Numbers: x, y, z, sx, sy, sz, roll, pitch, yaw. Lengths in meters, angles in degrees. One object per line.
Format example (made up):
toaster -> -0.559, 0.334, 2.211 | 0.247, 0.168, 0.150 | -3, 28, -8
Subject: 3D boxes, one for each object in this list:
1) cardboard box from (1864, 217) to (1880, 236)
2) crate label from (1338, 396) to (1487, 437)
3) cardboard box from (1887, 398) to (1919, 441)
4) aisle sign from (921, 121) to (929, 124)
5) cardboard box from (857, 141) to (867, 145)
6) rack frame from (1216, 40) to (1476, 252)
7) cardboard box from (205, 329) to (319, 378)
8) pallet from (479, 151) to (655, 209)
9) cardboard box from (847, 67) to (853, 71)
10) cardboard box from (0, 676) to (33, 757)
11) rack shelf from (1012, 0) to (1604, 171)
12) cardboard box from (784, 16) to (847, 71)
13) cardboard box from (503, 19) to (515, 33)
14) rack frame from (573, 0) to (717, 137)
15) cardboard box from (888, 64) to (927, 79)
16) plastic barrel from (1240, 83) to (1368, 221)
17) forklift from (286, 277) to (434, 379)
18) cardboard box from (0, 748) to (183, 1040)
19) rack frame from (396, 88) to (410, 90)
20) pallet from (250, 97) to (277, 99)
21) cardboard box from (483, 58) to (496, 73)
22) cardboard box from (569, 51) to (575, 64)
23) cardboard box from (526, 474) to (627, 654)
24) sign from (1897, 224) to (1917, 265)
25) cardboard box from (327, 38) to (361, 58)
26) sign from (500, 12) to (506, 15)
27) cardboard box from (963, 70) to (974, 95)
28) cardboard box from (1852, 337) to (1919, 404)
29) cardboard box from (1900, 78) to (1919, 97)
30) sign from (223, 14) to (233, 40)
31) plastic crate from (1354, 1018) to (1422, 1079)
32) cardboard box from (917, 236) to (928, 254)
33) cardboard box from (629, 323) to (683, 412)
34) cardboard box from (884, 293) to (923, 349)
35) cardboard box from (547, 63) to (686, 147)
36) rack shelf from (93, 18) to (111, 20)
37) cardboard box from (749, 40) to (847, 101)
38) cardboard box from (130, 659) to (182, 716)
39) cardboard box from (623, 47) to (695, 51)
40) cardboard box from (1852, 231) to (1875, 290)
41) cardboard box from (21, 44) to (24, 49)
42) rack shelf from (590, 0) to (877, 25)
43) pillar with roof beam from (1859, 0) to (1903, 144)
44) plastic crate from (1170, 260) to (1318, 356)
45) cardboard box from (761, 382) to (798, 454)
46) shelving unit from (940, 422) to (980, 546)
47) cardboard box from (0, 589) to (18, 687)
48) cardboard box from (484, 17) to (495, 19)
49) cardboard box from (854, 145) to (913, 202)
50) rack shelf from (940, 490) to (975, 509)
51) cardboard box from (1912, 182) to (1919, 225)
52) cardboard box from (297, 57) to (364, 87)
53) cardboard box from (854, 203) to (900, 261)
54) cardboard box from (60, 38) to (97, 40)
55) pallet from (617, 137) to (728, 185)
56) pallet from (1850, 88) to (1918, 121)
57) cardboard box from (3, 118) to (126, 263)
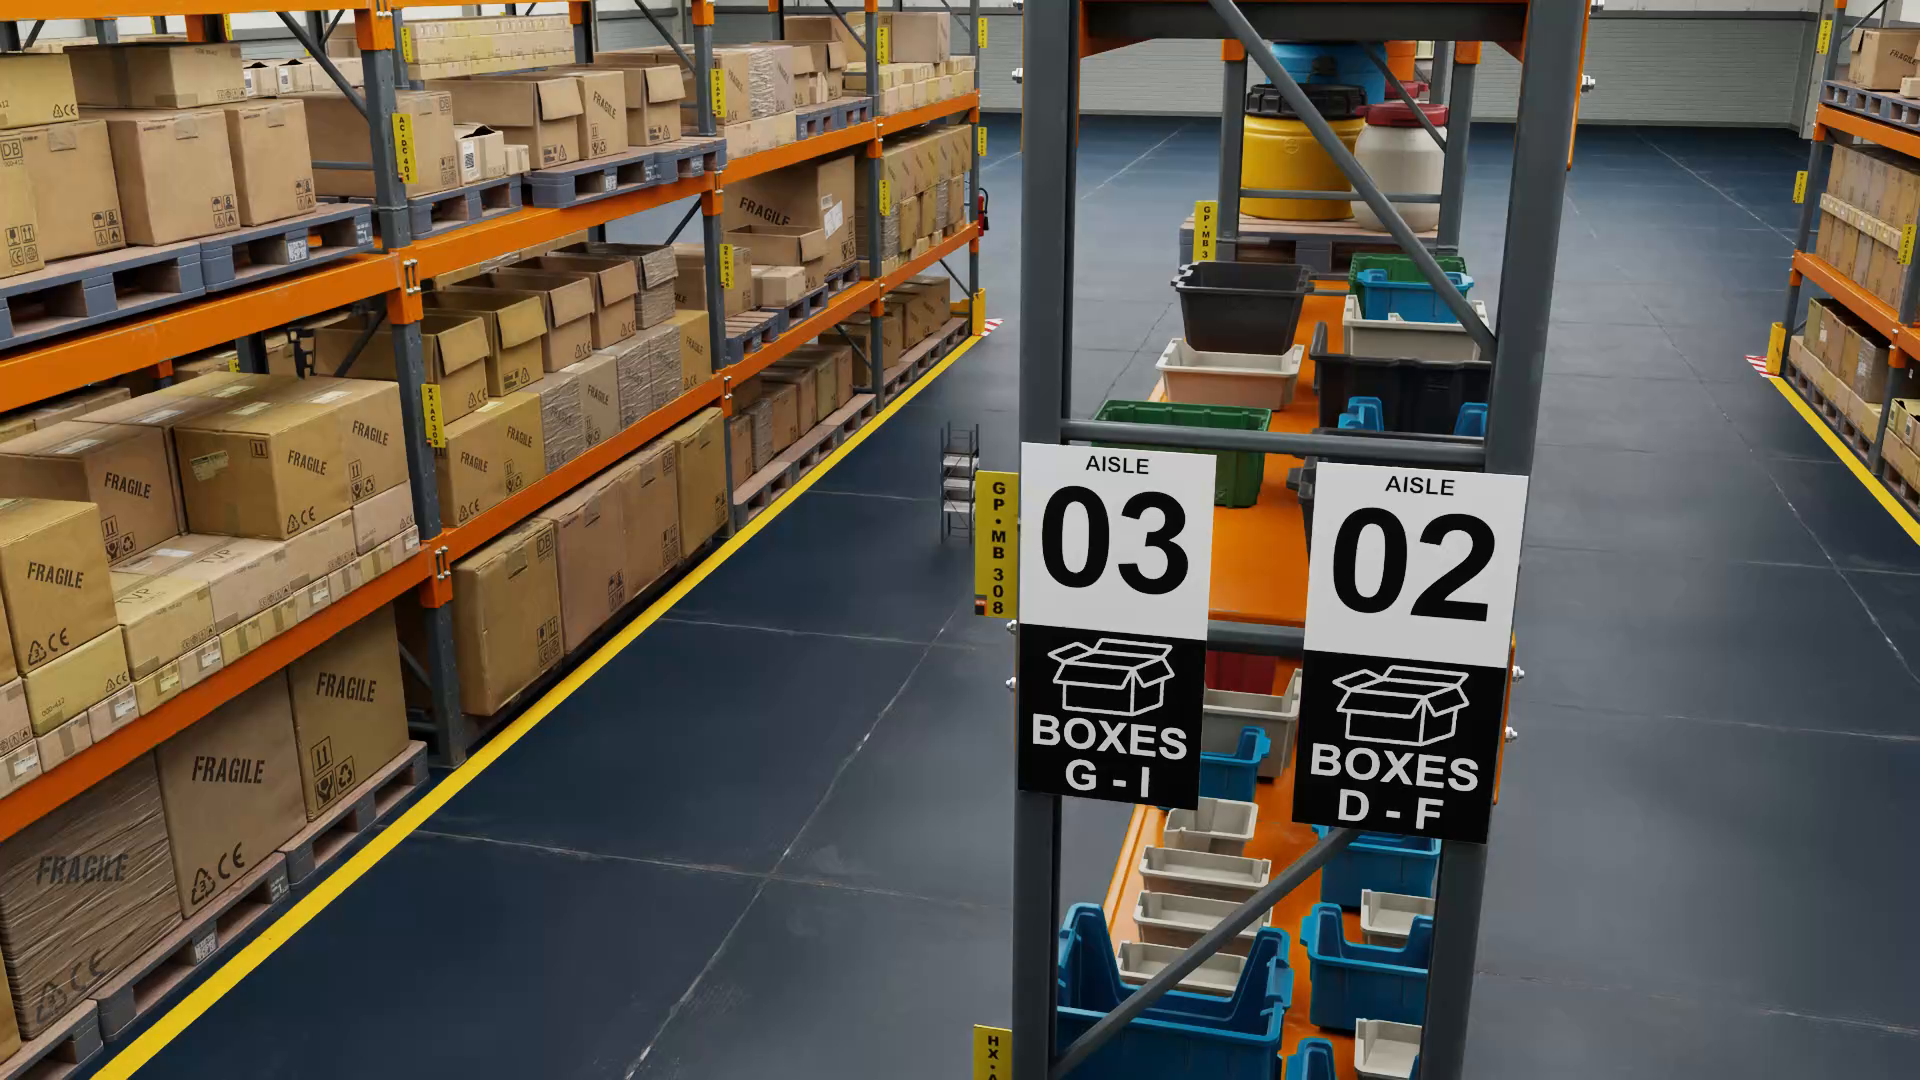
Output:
cardboard box -> 8.585, -2.886, 15.338 | 0.380, 0.149, 0.250 | 5, 20, 15
crate label -> 1.158, -0.192, 4.199 | 0.408, 0.251, 0.502 | 5, 19, 13
cardboard box -> 8.011, -1.001, 13.715 | 0.500, 0.311, 0.500 | 5, 19, 14
aisle sign -> -0.551, -5.259, 19.421 | 0.394, 0.787, 0.004 | 5, 19, 13
cardboard box -> -1.165, -3.869, 17.213 | 0.500, 0.500, 0.500 | 5, 19, 13
rack frame -> 1.596, -2.672, 6.588 | 1.000, 3.000, 0.127 | 5, 19, 13
cardboard box -> -6.568, -1.493, 15.250 | 1.050, 0.750, 0.750 | 5, 19, 14
pallet -> -2.606, -2.251, 10.289 | 1.003, 0.211, 1.213 | 6, 20, 16
cardboard box -> -1.279, -4.644, 16.618 | 0.380, 0.149, 0.250 | 4, 19, 12
cardboard box -> -3.684, 0.667, 5.865 | 0.500, 0.250, 0.500 | 4, 19, 13
rack shelf -> 1.107, -1.515, 4.934 | 1.077, 0.370, 4.000 | 5, 19, 13
cardboard box -> -1.389, -4.737, 15.886 | 0.500, 0.500, 0.500 | 4, 19, 12
cardboard box -> -5.186, -5.722, 18.510 | 0.380, 0.149, 0.250 | 5, 19, 14
rack frame -> -2.229, -4.317, 11.404 | 1.000, 3.000, 0.127 | 5, 19, 13
cardboard box -> -0.562, -4.841, 17.196 | 0.380, 0.149, 0.250 | 5, 20, 15
plastic barrel -> 1.622, -1.842, 7.859 | 0.600, 0.588, 0.600 | 0, 19, 0
forklift -> -4.958, -1.728, 13.212 | 3.031, 2.935, 1.130 | -10, 21, -26
cardboard box -> -3.883, 1.344, 6.749 | 0.875, 0.875, 0.875 | 5, 19, 13
rack frame -> -6.037, -3.155, 17.284 | 1.000, 3.000, 0.127 | 5, 19, 13
pallet -> -6.638, -3.788, 14.789 | 1.003, 0.211, 1.213 | 6, 20, 16
cardboard box -> -5.309, -5.188, 18.180 | 0.380, 0.149, 0.250 | 5, 19, 13
cardboard box -> -4.812, -5.824, 20.043 | 0.380, 0.149, 0.250 | 5, 19, 13
cardboard box -> -2.852, 0.100, 10.391 | 1.225, 0.875, 0.875 | 4, 19, 11
sign -> 7.814, -2.439, 13.725 | 0.100, 0.325, 0.005 | 5, 19, 13
cardboard box -> -6.166, -5.065, 17.202 | 0.500, 0.250, 0.500 | 4, 19, 13
sign -> -5.597, -6.325, 20.449 | 0.100, 0.325, 0.005 | 5, 19, 13
cardboard box -> -0.146, -5.163, 18.753 | 0.500, 0.250, 0.500 | 5, 20, 15
cardboard box -> 8.388, -1.519, 14.938 | 0.500, 0.500, 0.500 | 5, 19, 13
cardboard box -> 8.383, -3.913, 14.386 | 0.380, 0.149, 0.250 | 5, 19, 13
sign -> -9.351, -6.556, 21.231 | 0.100, 0.325, 0.005 | 5, 19, 13
plastic crate -> 1.157, 1.372, 4.346 | 0.250, 0.136, 0.298 | 5, 19, 13
cardboard box -> -0.554, -3.128, 17.592 | 0.380, 0.149, 0.250 | 5, 19, 13
cardboard box -> -2.237, -1.195, 11.391 | 0.500, 0.500, 0.500 | 4, 19, 13
cardboard box -> -0.728, -2.422, 18.355 | 0.500, 0.500, 0.500 | 7, 20, 18
cardboard box -> -2.309, -2.948, 11.228 | 0.797, 0.503, 0.637 | 6, 20, 17
rack shelf -> -7.503, -3.584, 10.989 | 1.077, 0.370, 4.000 | 5, 19, 13
cardboard box -> -1.463, -4.259, 15.066 | 0.797, 0.503, 0.637 | 4, 19, 11
cardboard box -> -3.403, 0.581, 6.734 | 0.380, 0.149, 0.250 | 4, 19, 12
cardboard box -> -2.241, -3.512, 12.761 | 0.500, 0.500, 0.500 | 5, 19, 13
cardboard box -> 8.828, -2.618, 15.558 | 0.700, 0.500, 0.500 | 5, 20, 15
cardboard box -> -10.433, -5.349, 18.221 | 0.380, 0.149, 0.250 | 5, 20, 15
rack shelf -> -1.741, -4.414, 13.420 | 1.077, 0.370, 4.000 | 5, 19, 13
pillar with roof beam -> 16.492, -13.225, 37.486 | 9.100, 9.000, 0.400 | 5, 19, 13
plastic crate -> 1.027, -0.823, 6.018 | 0.497, 0.269, 0.590 | 5, 19, 13
cardboard box -> -1.830, -1.068, 14.360 | 0.700, 0.500, 0.500 | 6, 20, 18
shelving unit -> -0.002, -0.423, 12.535 | 0.258, 0.900, 0.210 | 5, 19, 13
cardboard box -> -3.683, 0.319, 5.724 | 0.500, 0.500, 0.500 | 4, 19, 12
cardboard box -> -5.637, -6.015, 19.368 | 0.380, 0.149, 0.250 | 5, 19, 14
cardboard box -> -0.775, -3.671, 16.632 | 0.500, 0.500, 0.500 | 5, 19, 13
rack shelf -> -0.002, -0.307, 12.575 | 0.258, 0.077, 0.200 | 5, 19, 13
cardboard box -> 8.455, -2.749, 13.933 | 0.700, 0.500, 0.500 | 5, 19, 14
cardboard box -> -6.055, -4.516, 16.054 | 0.500, 0.250, 0.500 | 5, 19, 14
cardboard box -> -1.082, -3.056, 16.379 | 0.875, 0.500, 0.500 | 5, 19, 13
cardboard box -> -10.581, -5.963, 20.020 | 0.380, 0.149, 0.250 | 5, 20, 15
pallet -> -2.335, -2.602, 11.316 | 1.213, 0.211, 1.003 | 6, 20, 16
pallet -> 8.836, -3.976, 15.185 | 1.003, 0.211, 1.213 | 5, 19, 13
cardboard box -> -3.741, -1.366, 6.447 | 0.700, 0.500, 0.500 | 6, 20, 16
